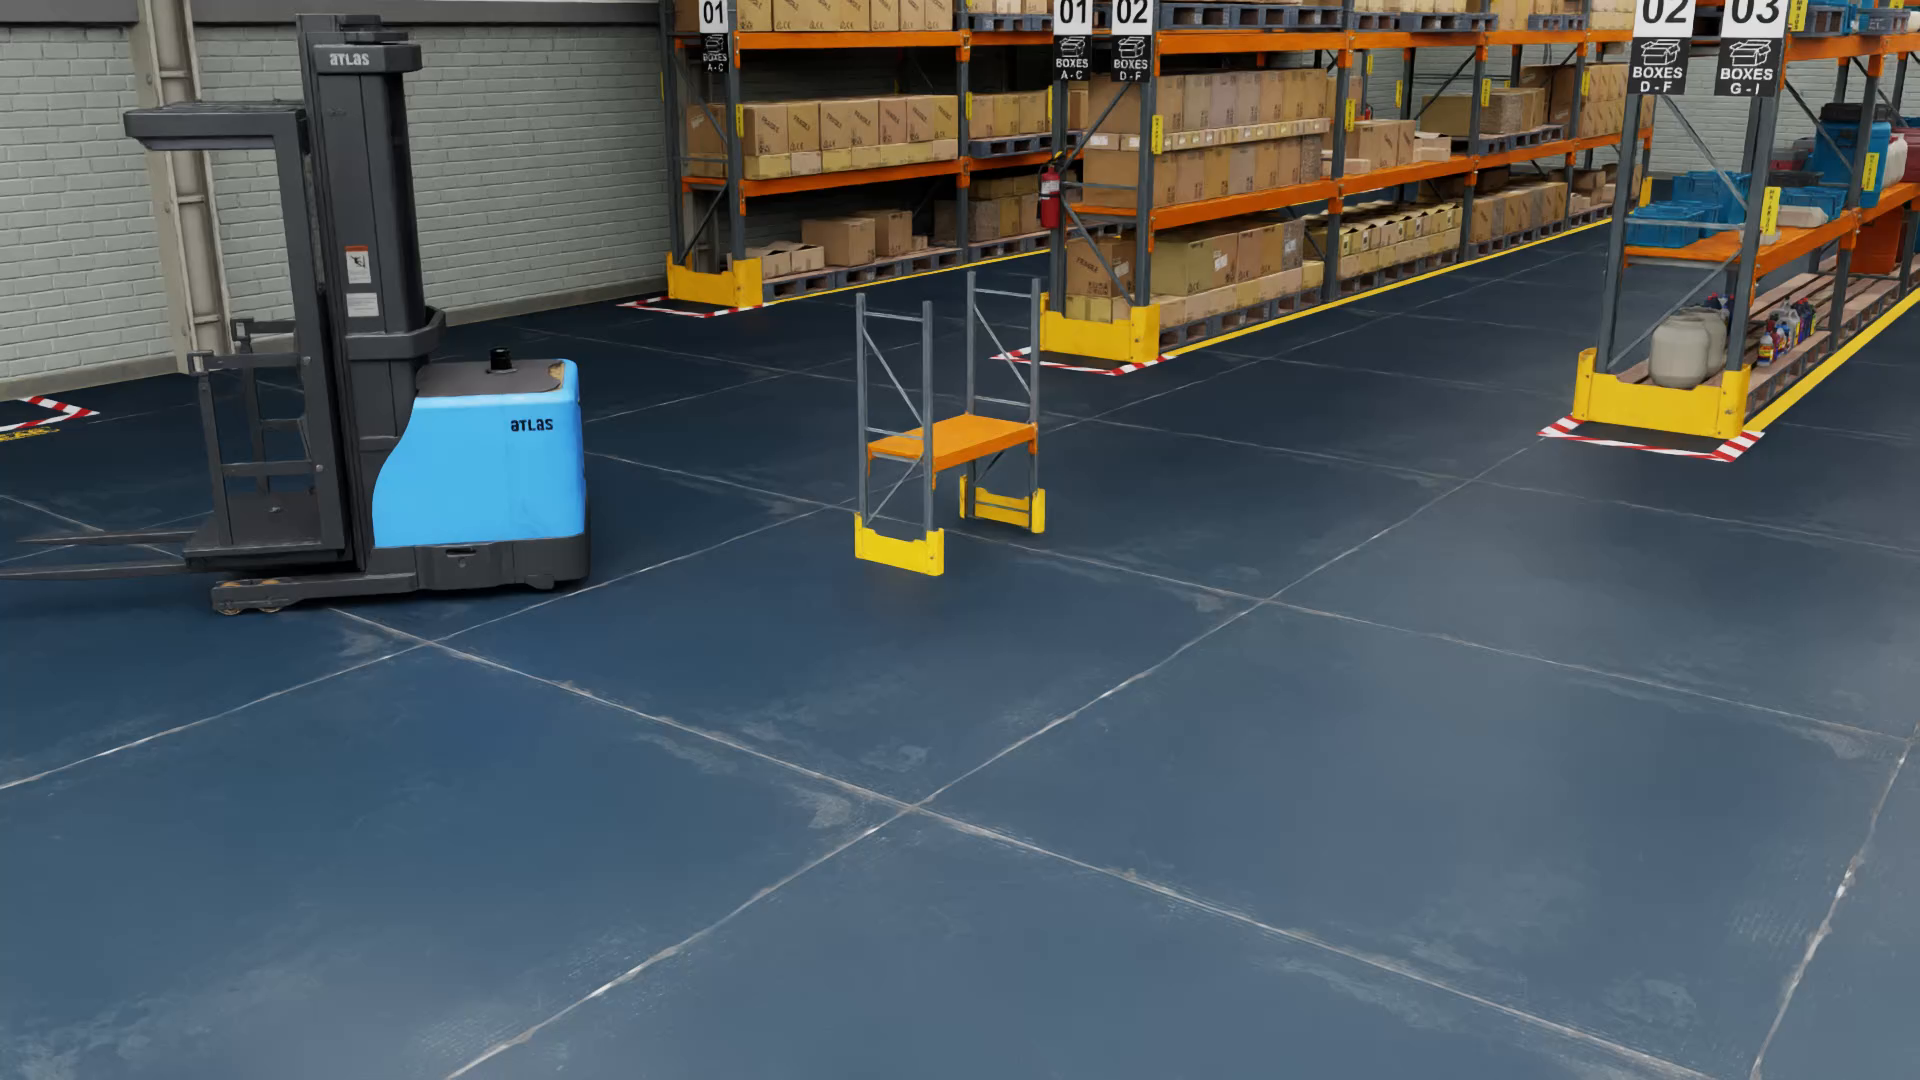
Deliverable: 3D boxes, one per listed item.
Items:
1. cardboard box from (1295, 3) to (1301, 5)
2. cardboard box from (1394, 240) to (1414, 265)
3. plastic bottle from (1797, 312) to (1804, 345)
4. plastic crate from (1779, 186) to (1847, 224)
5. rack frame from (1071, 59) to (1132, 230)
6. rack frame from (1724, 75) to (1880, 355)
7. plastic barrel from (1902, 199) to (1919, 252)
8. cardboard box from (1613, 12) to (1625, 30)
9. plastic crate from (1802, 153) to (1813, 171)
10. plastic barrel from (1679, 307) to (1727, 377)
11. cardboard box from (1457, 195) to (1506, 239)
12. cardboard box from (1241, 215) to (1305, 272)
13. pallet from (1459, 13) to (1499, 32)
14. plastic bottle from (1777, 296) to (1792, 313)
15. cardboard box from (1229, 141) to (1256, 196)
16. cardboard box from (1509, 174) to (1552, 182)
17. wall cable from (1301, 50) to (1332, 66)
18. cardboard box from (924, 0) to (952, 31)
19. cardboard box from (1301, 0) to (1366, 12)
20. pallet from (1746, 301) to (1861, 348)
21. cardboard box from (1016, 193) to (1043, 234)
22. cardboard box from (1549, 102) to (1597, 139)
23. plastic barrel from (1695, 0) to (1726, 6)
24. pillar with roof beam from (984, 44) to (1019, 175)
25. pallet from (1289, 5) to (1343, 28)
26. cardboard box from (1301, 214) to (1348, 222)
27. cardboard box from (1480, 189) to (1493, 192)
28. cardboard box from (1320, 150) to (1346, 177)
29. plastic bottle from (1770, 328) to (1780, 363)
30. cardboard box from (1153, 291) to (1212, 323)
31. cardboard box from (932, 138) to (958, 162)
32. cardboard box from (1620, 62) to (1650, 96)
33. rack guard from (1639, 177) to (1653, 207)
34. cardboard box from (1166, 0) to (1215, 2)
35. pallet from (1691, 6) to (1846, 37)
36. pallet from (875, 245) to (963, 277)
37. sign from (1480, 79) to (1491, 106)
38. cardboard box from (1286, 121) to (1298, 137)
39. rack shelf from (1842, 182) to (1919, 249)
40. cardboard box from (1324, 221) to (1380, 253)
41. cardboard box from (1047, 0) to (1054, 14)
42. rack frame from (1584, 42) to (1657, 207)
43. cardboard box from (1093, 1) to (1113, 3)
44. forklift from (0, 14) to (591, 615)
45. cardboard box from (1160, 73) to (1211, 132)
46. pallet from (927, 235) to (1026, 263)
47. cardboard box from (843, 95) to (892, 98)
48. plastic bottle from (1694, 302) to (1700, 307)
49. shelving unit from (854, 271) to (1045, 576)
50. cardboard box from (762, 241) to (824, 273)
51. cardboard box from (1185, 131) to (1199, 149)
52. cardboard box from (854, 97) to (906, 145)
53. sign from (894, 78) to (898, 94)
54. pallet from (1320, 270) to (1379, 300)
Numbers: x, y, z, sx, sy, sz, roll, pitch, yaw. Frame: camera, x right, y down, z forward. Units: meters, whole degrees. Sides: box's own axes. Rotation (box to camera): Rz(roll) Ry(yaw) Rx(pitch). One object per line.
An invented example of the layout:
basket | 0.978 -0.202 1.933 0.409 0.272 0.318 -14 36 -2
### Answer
cardboard box | 5.370 -8.730 27.117 0.500 0.250 0.500 12 21 34
cardboard box | 5.000 -3.410 19.596 0.500 0.250 0.500 13 21 36
plastic bottle | 7.291 -1.845 14.465 0.061 0.283 0.133 14 22 38
plastic crate | 7.179 -2.845 14.100 0.499 0.251 0.616 12 21 35
rack frame | 2.048 -5.931 23.786 1.000 3.000 0.127 12 21 35
rack frame | 7.621 -3.228 15.081 1.000 3.000 0.127 12 21 35
plastic barrel | 11.628 -4.037 20.515 0.600 0.901 0.708 12 21 35
cardboard box | 9.500 -7.680 24.612 0.500 0.250 0.500 12 21 35
plastic crate | 8.028 -3.538 16.106 0.392 0.384 0.575 12 21 35
plastic barrel | 5.867 -1.577 13.252 0.421 0.512 0.421 0 17 0
cardboard box | 6.836 -4.257 21.867 0.500 0.500 0.500 12 21 33
cardboard box | 3.237 -3.084 17.280 0.500 0.500 0.500 12 21 35
pallet | 5.696 -6.222 19.982 1.213 0.211 1.003 14 22 37
plastic bottle | 7.353 -1.994 14.833 0.144 0.351 0.185 12 21 35
cardboard box | 2.470 -3.677 16.359 0.700 0.500 0.500 13 22 36
cardboard box | 8.523 -5.212 24.942 0.500 0.500 0.500 12 21 35
wall cable | 6.818 -8.794 31.292 0.084 1.984 1.851 12 21 35
cardboard box | -0.440 -6.304 19.726 0.500 0.500 0.500 13 22 36
cardboard box | 4.020 -5.811 17.885 0.500 0.250 0.500 15 23 40
pallet | 8.058 -2.090 16.119 1.003 0.211 1.213 12 21 35
cardboard box | 0.694 -4.420 22.391 0.700 0.500 0.500 13 21 35
cardboard box | 8.934 -6.131 24.259 0.500 0.500 0.500 13 22 36
plastic barrel | 5.425 -4.252 11.887 0.600 0.830 0.708 12 21 35
pillar with roof beam | 4.036 -7.879 19.942 9.100 9.000 0.400 12 21 35
pallet | 3.157 -5.287 16.802 1.003 0.211 1.213 12 21 35
cardboard box | 4.260 -3.650 19.422 0.500 0.311 0.500 12 21 35
cardboard box | 7.013 -4.587 22.929 0.500 0.500 0.500 11 21 33
cardboard box | 3.903 -4.158 18.327 0.500 0.250 0.500 14 22 38
plastic bottle | 6.718 -1.616 13.727 0.061 0.283 0.133 13 21 36
cardboard box | 2.055 -2.247 15.850 0.500 0.250 0.500 12 21 35
cardboard box | -0.374 -4.750 20.202 0.500 0.250 0.500 12 21 35
cardboard box | 10.751 -7.333 26.445 0.500 0.500 0.500 12 21 34
rack guard | 10.750 -5.751 27.418 1.175 0.500 0.348 12 21 35
cardboard box | 2.104 -4.981 15.146 0.380 0.149 0.250 12 21 35
pallet | 5.809 -3.797 12.175 1.003 0.211 1.213 12 21 35
pallet | -0.707 -3.481 20.597 1.003 0.211 1.213 12 21 35
sign | 6.476 -5.513 20.485 0.100 0.325 0.005 12 21 35
cardboard box | 3.196 -4.175 16.868 0.380 0.149 0.250 12 21 35
rack shelf | 8.812 -3.361 16.721 1.077 0.370 4.000 12 21 35
cardboard box | 4.394 -3.432 18.721 0.500 0.311 0.500 12 21 34
cardboard box | 1.201 -7.130 22.381 0.797 0.503 0.637 16 24 42
rack frame | 10.795 -6.962 27.106 1.000 3.000 0.127 12 21 35
cardboard box | 2.285 -7.745 23.659 0.700 0.500 0.500 11 20 30
forklift | -3.559 -1.187 8.623 3.031 2.935 1.130 -3 18 -11
cardboard box | 1.891 -4.067 15.425 0.700 0.500 0.500 12 21 33
pallet | 0.127 -3.833 21.730 1.003 0.211 1.213 12 21 35
cardboard box | -1.095 -5.077 19.990 0.500 0.500 0.500 12 21 34
plastic bottle | 6.441 -1.908 14.555 0.144 0.351 0.185 12 21 34
shelving unit | -0.045 -0.698 9.463 0.587 1.500 1.083 12 21 35
cardboard box | -1.895 -3.237 18.901 0.500 0.311 0.500 15 22 39
cardboard box | 1.973 -3.687 15.296 0.380 0.149 0.250 13 21 35
cardboard box | -0.970 -4.870 19.322 0.500 0.500 0.500 12 21 33
sign | -0.784 -5.629 20.860 0.100 0.325 0.005 12 21 35
pallet | 4.053 -2.955 18.903 1.003 0.211 1.213 12 21 35
